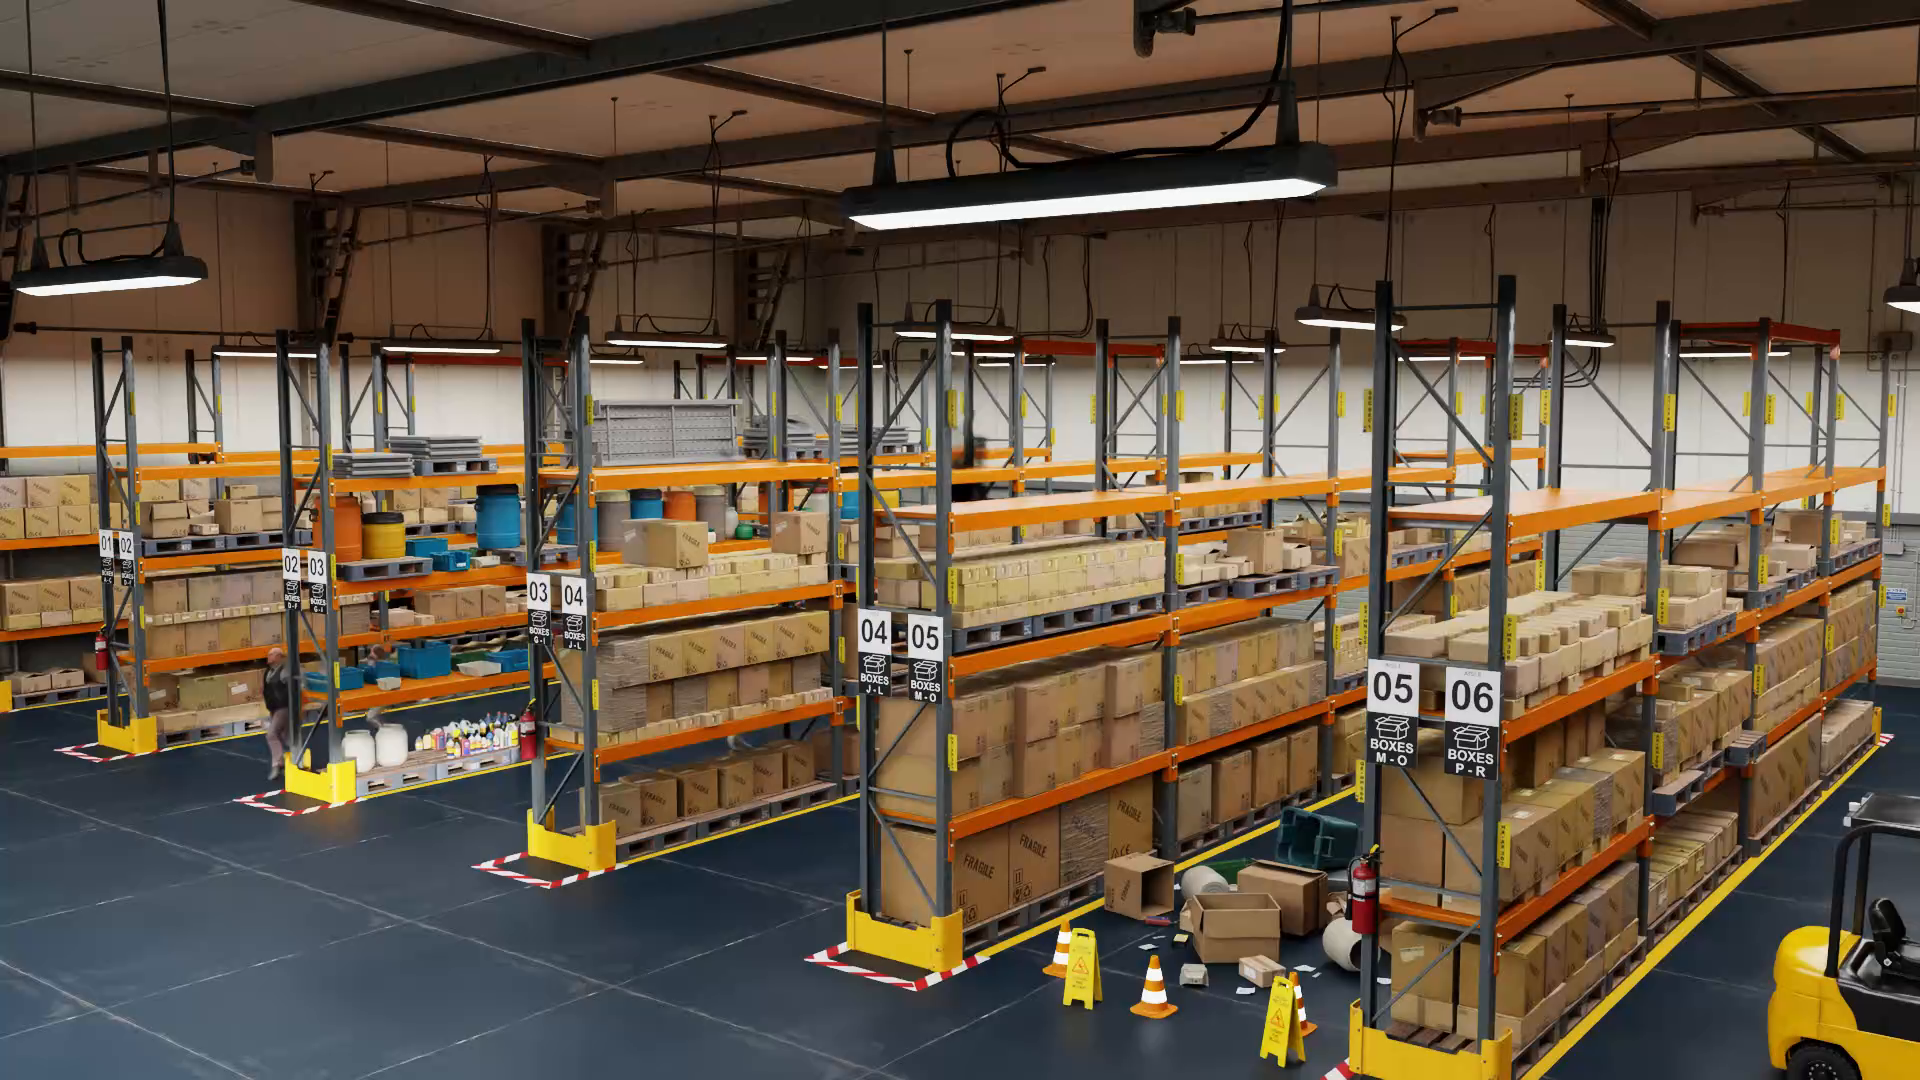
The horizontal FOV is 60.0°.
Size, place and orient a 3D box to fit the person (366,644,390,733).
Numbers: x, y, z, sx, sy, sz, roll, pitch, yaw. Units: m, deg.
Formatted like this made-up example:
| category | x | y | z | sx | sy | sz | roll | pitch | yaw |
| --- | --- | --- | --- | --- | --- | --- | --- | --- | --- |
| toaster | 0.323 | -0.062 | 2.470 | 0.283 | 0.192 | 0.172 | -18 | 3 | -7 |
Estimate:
| category | x | y | z | sx | sy | sz | roll | pitch | yaw |
| --- | --- | --- | --- | --- | --- | --- | --- | --- | --- |
| person | -8.369 | 2.285 | 23.899 | 0.510 | 1.578 | 0.644 | 3 | 6 | 32 |

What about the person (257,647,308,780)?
| category | x | y | z | sx | sy | sz | roll | pitch | yaw |
| --- | --- | --- | --- | --- | --- | --- | --- | --- | --- |
| person | -9.204 | 2.333 | 22.653 | 0.710 | 1.777 | 0.755 | 3 | 6 | 34 |

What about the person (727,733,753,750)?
| category | x | y | z | sx | sy | sz | roll | pitch | yaw |
| --- | --- | --- | --- | --- | --- | --- | --- | --- | --- |
| person | -3.061 | 2.373 | 22.670 | 0.539 | 1.626 | 0.541 | 4 | 6 | 38 |
